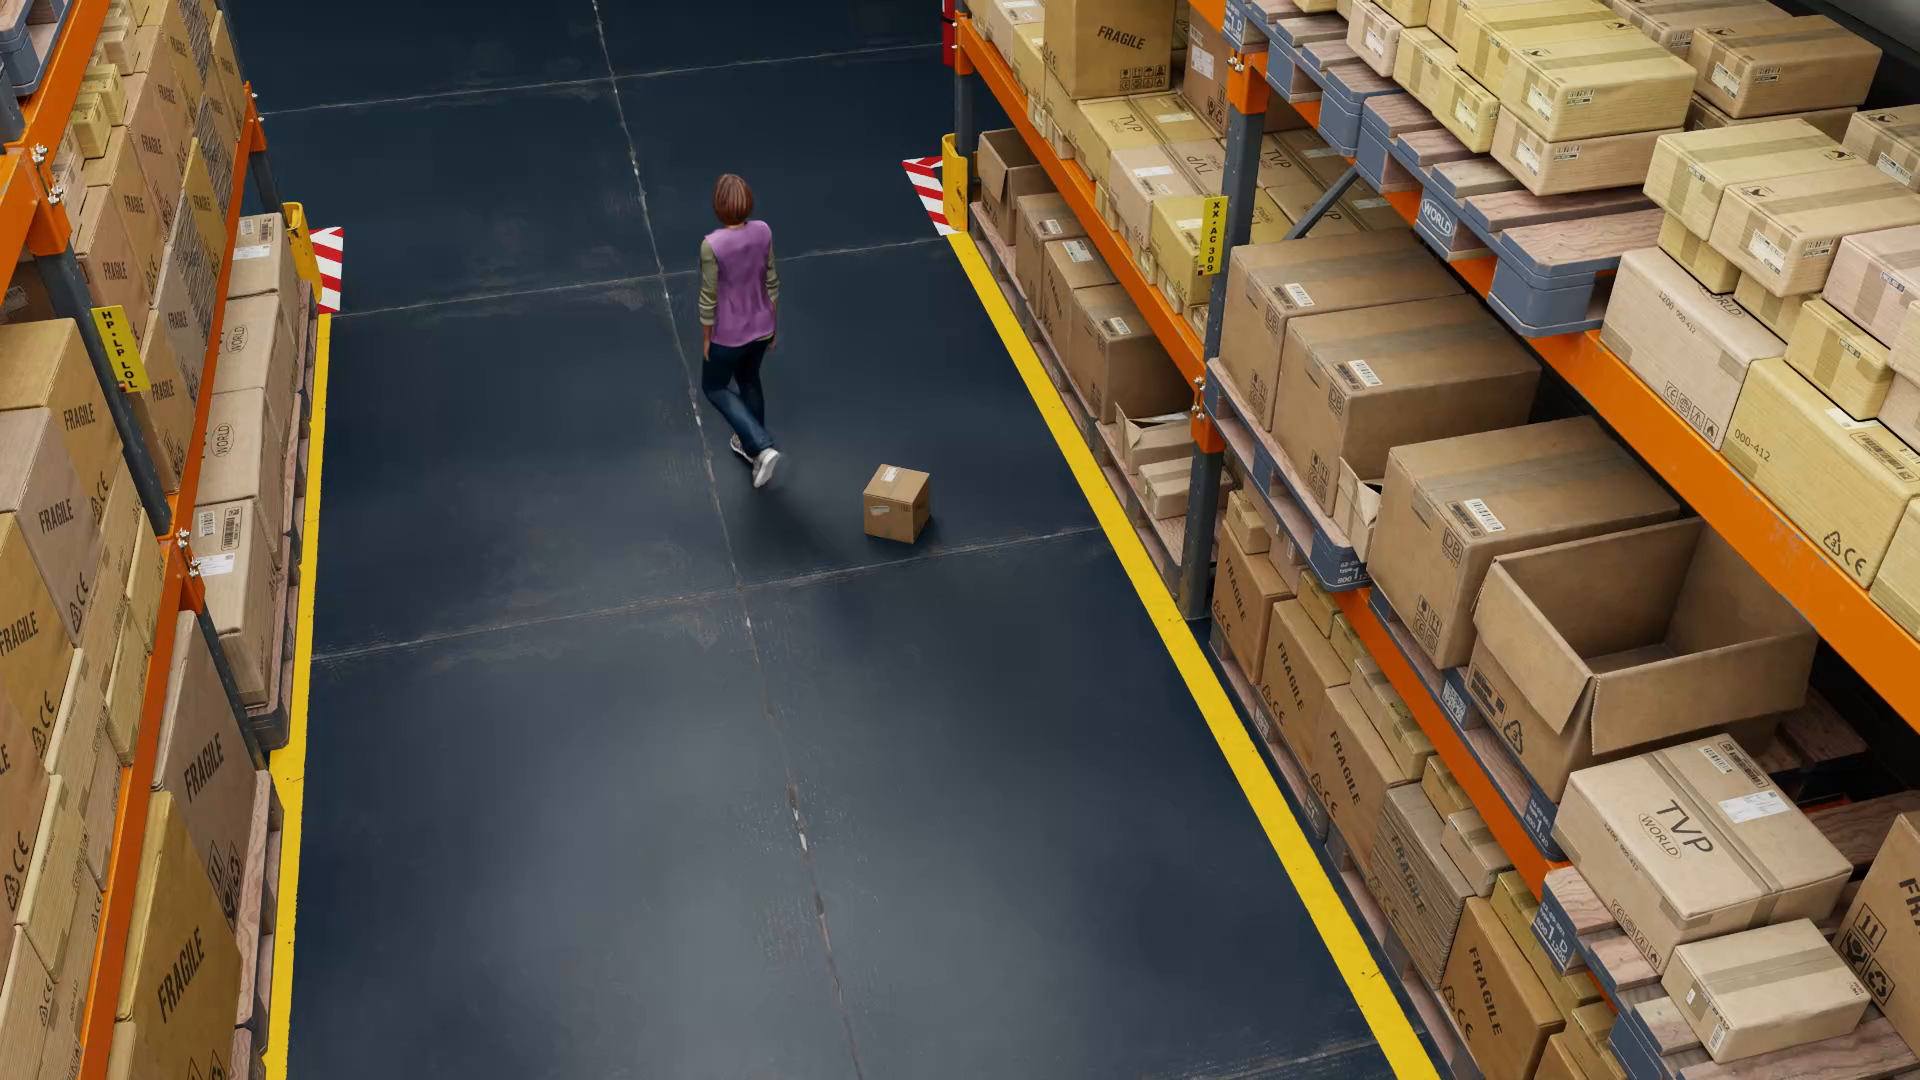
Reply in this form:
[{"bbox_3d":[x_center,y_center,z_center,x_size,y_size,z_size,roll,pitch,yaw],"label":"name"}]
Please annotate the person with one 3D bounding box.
[{"bbox_3d":[-1.014,-0.975,7.903,0.413,1.586,0.568,-28,46,-30],"label":"person"}]
